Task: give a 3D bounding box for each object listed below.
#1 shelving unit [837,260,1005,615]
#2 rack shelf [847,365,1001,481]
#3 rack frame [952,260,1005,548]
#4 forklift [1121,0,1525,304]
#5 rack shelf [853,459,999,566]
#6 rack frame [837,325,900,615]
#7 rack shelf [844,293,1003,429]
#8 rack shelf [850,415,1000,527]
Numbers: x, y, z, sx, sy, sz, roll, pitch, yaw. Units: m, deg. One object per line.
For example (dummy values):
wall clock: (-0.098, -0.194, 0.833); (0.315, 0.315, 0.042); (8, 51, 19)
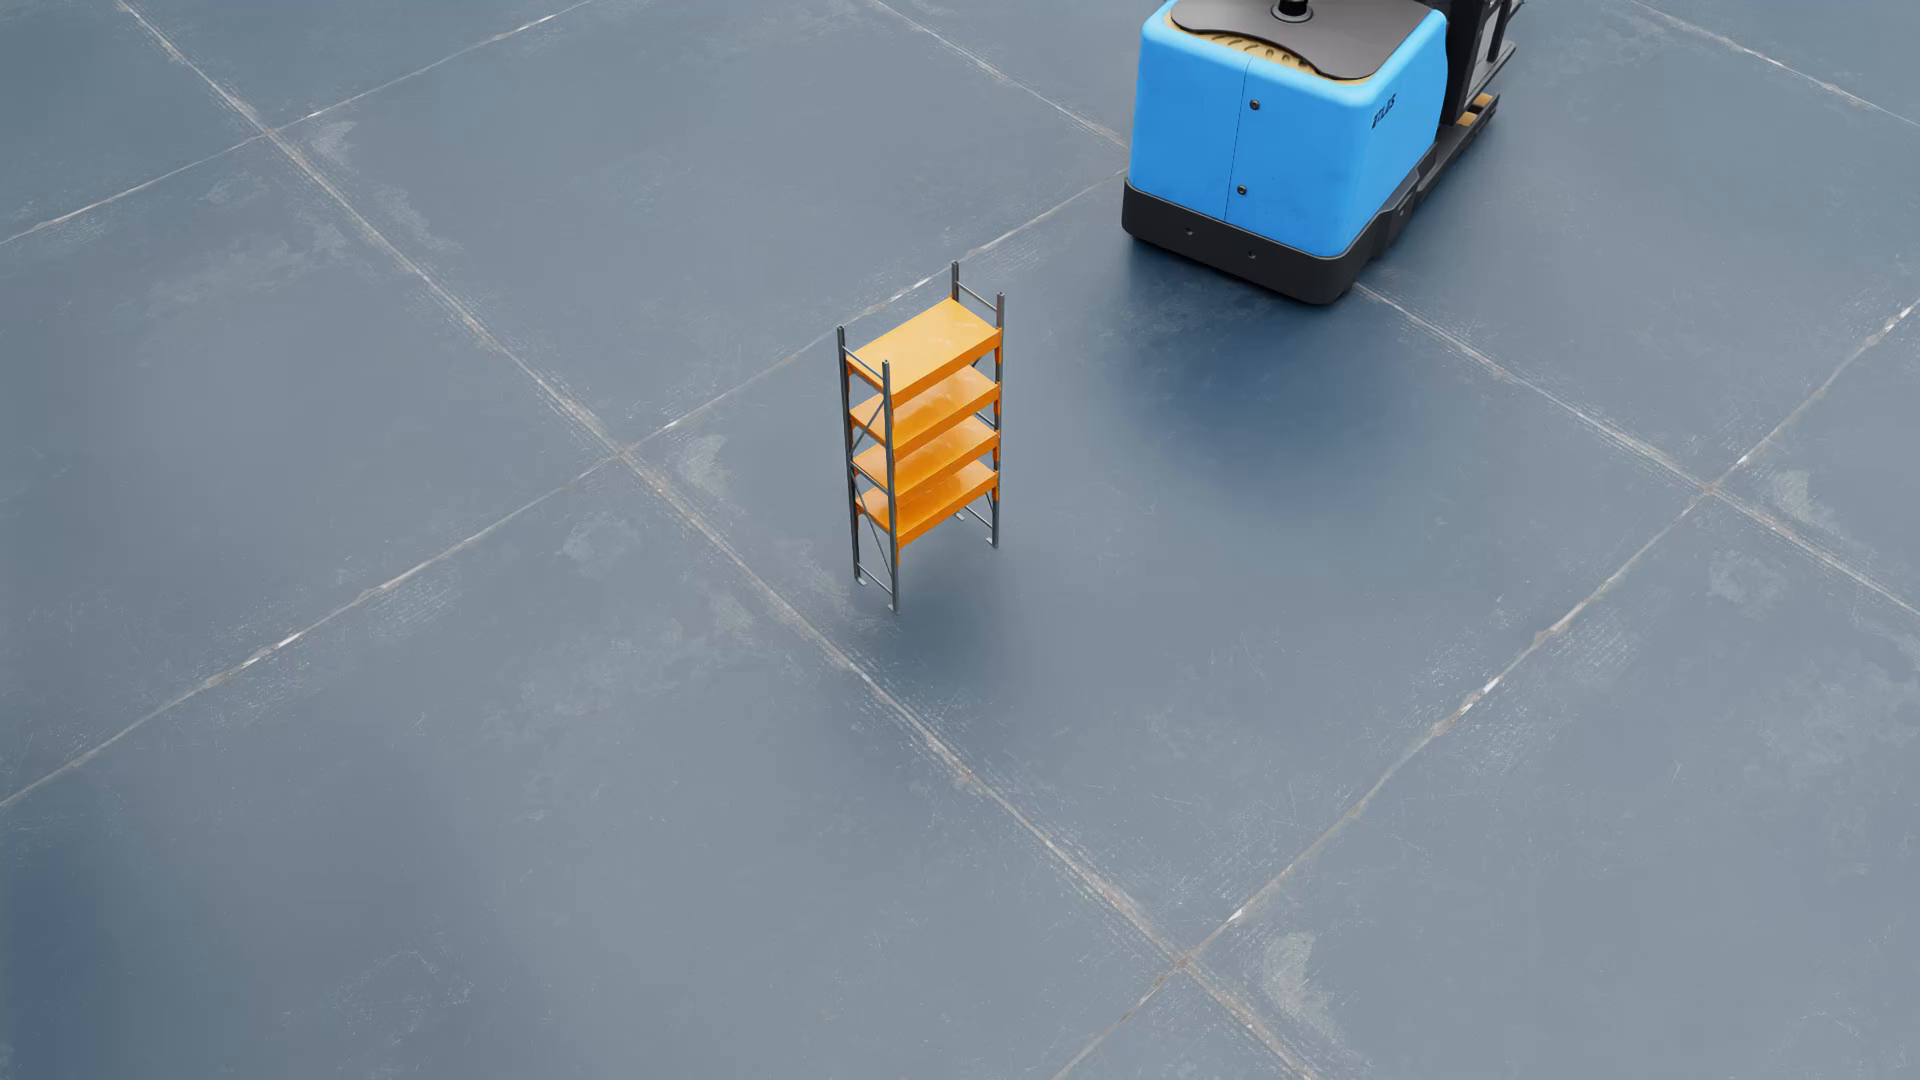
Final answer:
shelving unit: (-0.122, -0.325, 5.734); (0.503, 1.200, 0.258); (-34, 56, -27)
rack shelf: (-0.122, -0.431, 5.619); (0.480, 0.148, 0.258); (-34, 56, -27)
rack frame: (0.058, -0.446, 5.845); (0.015, 1.200, 0.240); (-34, 56, -27)
forklift: (1.956, -3.058, 7.077); (1.130, 2.935, 3.031); (26, 52, 22)
rack shelf: (-0.122, -0.145, 5.929); (0.480, 0.148, 0.258); (-34, 56, -27)
rack frame: (-0.303, -0.204, 5.622); (0.015, 1.200, 0.240); (-34, 56, -27)
rack shelf: (-0.122, -0.592, 5.445); (0.480, 0.148, 0.258); (-34, 56, -27)
rack shelf: (-0.122, -0.279, 5.783); (0.480, 0.148, 0.258); (-34, 56, -27)
